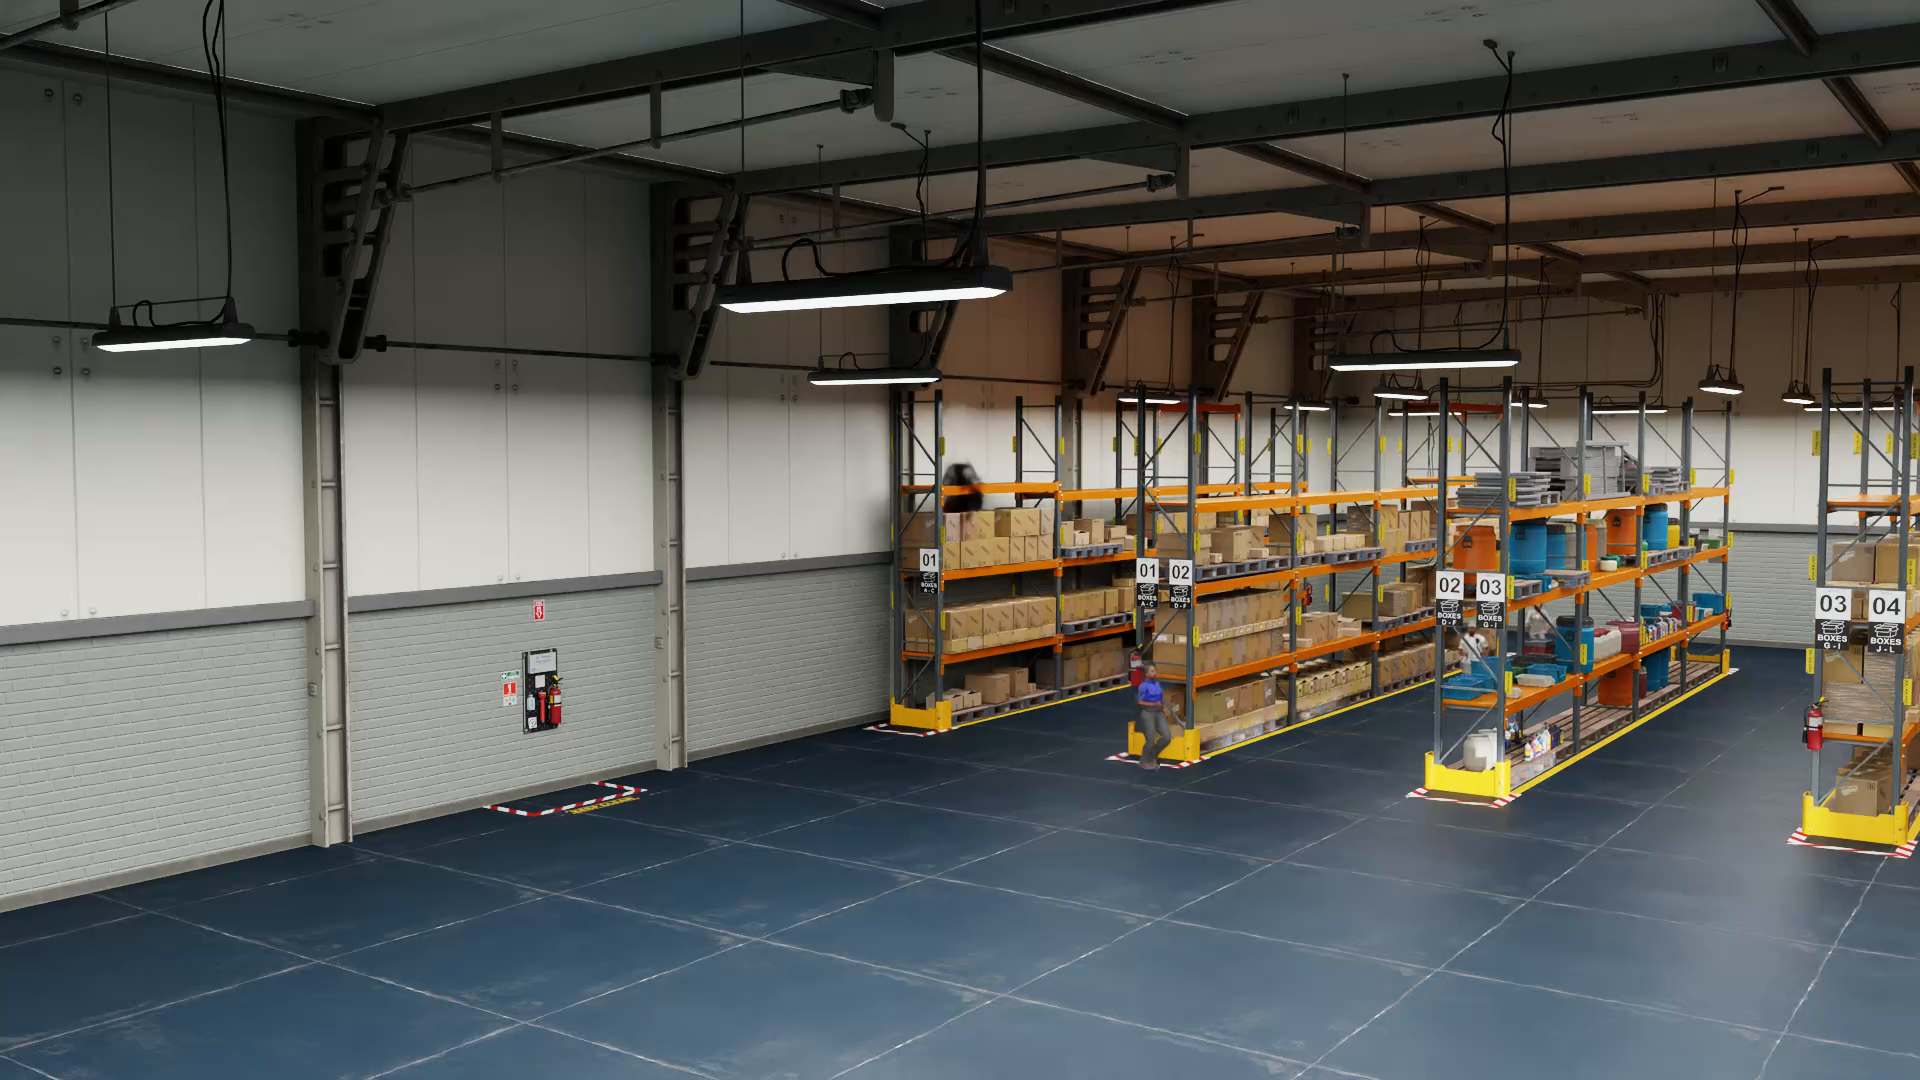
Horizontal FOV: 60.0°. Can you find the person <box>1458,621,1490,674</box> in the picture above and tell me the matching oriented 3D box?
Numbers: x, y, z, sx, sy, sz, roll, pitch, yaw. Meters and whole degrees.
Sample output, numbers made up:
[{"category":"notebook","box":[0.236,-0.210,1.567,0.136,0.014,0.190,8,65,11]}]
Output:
[{"category":"person","box":[9.795,2.368,31.794,0.552,1.663,0.628,2,4,29]}]

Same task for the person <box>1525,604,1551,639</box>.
[{"category":"person","box":[12.905,2.113,37.206,0.530,1.582,0.641,2,4,27]}]

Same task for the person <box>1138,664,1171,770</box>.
[{"category":"person","box":[2.975,2.706,25.269,0.562,1.619,0.589,-2,4,-37]}]
